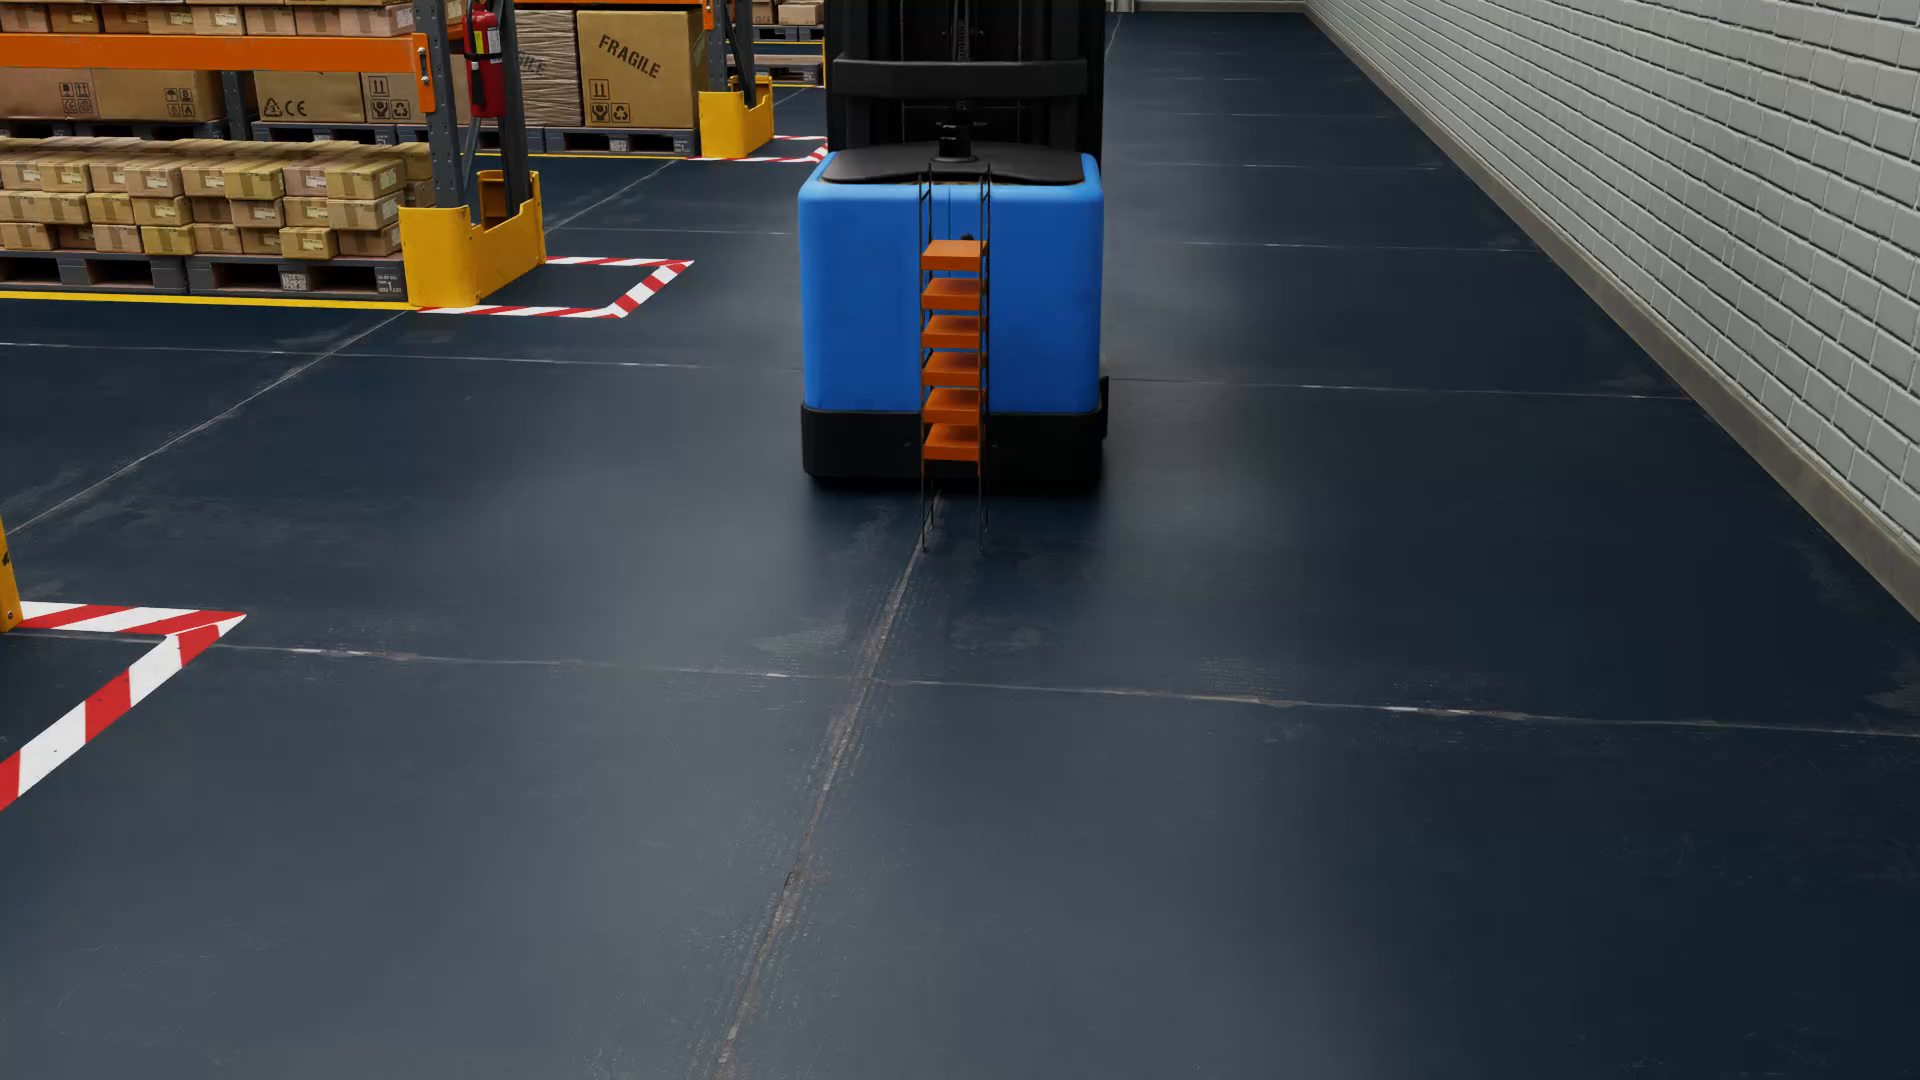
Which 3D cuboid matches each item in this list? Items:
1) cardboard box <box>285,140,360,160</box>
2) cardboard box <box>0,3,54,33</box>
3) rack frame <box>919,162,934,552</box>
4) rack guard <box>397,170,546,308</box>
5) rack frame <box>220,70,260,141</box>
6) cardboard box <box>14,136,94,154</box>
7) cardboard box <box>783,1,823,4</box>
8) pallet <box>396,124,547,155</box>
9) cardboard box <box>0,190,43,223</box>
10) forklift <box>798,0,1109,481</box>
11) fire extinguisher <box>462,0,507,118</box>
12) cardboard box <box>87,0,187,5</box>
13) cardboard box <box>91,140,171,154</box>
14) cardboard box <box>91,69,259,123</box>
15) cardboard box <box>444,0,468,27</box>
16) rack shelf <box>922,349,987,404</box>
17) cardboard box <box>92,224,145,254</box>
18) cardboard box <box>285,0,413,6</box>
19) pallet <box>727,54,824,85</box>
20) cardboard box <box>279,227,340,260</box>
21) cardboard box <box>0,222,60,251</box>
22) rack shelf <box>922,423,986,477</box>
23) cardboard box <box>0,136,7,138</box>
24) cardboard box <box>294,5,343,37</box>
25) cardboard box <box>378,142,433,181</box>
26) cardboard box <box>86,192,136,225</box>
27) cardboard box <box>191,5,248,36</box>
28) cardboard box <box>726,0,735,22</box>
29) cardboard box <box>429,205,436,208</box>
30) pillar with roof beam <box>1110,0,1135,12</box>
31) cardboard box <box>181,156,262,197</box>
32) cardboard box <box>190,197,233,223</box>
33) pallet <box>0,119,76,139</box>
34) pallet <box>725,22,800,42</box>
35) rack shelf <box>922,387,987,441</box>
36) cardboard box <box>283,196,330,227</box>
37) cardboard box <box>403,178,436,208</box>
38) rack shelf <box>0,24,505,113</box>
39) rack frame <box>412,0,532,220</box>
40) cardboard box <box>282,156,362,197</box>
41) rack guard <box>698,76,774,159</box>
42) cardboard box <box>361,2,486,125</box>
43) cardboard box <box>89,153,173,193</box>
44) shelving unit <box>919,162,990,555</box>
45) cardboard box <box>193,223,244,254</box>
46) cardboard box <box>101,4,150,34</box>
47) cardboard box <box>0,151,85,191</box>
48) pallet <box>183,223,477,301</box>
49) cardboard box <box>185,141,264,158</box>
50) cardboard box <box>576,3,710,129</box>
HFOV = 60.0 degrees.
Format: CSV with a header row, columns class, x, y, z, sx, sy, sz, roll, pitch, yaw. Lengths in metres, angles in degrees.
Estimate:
class,x,y,z,sx,sy,sz,roll,pitch,yaw
cardboard box,-3.505,-2.100,9.170,0.250,0.149,0.380,2,22,6
cardboard box,-4.646,-2.672,8.461,0.250,0.149,0.380,3,22,8
rack frame,-0.105,-0.563,5.231,0.006,1.200,0.240,2,22,6
rack guard,-2.577,-1.623,8.864,0.348,0.500,1.175,2,22,6
rack frame,-5.790,-4.761,13.403,0.127,3.000,1.000,2,22,6
cardboard box,-5.055,-2.158,9.316,0.250,0.149,0.380,1,22,4
cardboard box,-2.148,-7.301,22.969,0.500,0.250,0.500,2,22,6
pallet,-3.829,-3.351,13.629,1.213,0.211,1.003,2,22,6
cardboard box,-4.862,-1.787,8.783,0.250,0.149,0.380,2,22,6
forklift,0.029,-2.064,6.673,1.130,2.935,3.031,1,22,2
fire extinguisher,-2.306,-2.393,8.025,0.183,0.674,0.296,2,22,6
cardboard box,-3.994,-2.935,8.242,0.500,0.500,0.500,3,22,6
cardboard box,-4.552,-2.100,9.170,0.250,0.149,0.380,3,22,6
cardboard box,-6.428,-3.989,13.768,0.875,0.875,1.225,3,22,6
cardboard box,-2.785,-2.799,8.780,0.250,0.149,0.380,2,22,6
rack shelf,-0.014,-0.517,5.237,0.180,0.103,0.258,2,22,6
cardboard box,-4.345,-1.628,8.785,0.250,0.149,0.380,3,22,7
cardboard box,-2.978,-2.892,8.134,0.500,0.500,0.500,3,22,7
pallet,-2.049,-5.150,18.178,1.213,0.211,1.003,2,22,6
cardboard box,-3.316,-1.572,8.643,0.250,0.149,0.380,3,22,8
cardboard box,-4.857,-1.650,8.840,0.250,0.149,0.380,2,22,5
rack shelf,-0.014,-0.294,5.325,0.180,0.103,0.258,2,22,6
cardboard box,-5.584,-2.176,9.361,0.250,0.149,0.380,2,22,6
cardboard box,-3.101,-2.600,8.279,0.250,0.149,0.380,2,22,6
cardboard box,-2.982,-2.075,9.105,0.250,0.149,0.380,2,22,4
cardboard box,-4.344,-1.766,8.728,0.250,0.149,0.380,4,22,9
cardboard box,-3.608,-2.608,8.299,0.250,0.149,0.380,3,22,8
cardboard box,-3.276,-7.379,23.082,0.500,0.311,0.500,2,22,6
cardboard box,-2.984,-1.791,9.196,0.250,0.149,0.380,3,22,7
pillar with roof beam,2.207,-11.431,22.113,0.400,9.000,9.100,2,22,6
cardboard box,-3.822,-1.889,8.636,0.250,0.149,0.380,2,22,4
cardboard box,-3.831,-1.779,8.762,0.250,0.149,0.380,2,22,6
pallet,-7.780,-3.522,14.062,1.213,0.211,1.003,2,22,6
pallet,-2.724,-6.999,22.857,1.213,0.211,1.003,2,22,6
rack shelf,-0.014,-0.406,5.281,0.180,0.103,0.258,2,22,6
cardboard box,-3.313,-1.739,8.661,0.250,0.149,0.380,2,22,5
cardboard box,-2.992,-1.906,9.083,0.250,0.149,0.380,3,22,9
rack shelf,-4.488,-2.534,8.747,4.000,0.370,1.077,2,22,6
rack frame,-2.502,-2.782,8.396,0.127,3.000,1.000,2,22,6
cardboard box,-3.300,-1.890,8.638,0.250,0.149,0.380,3,22,7
rack guard,-1.794,-3.425,13.422,0.348,0.500,1.175,2,22,6
cardboard box,-4.250,-3.872,13.472,0.875,0.875,0.875,2,22,6
cardboard box,-4.344,-1.932,8.745,0.250,0.149,0.380,2,22,4
shelving unit,-0.014,-0.559,5.221,0.189,1.200,0.258,2,22,6
cardboard box,-3.815,-1.621,8.766,0.250,0.149,0.380,3,22,7
cardboard box,-4.128,-2.664,8.439,0.250,0.149,0.380,2,22,4
cardboard box,-4.848,-1.958,8.811,0.250,0.149,0.380,2,22,4
pallet,-3.380,-1.536,9.039,1.213,0.211,1.003,2,22,6
cardboard box,-4.035,-2.096,9.159,0.250,0.149,0.380,3,22,8
cardboard box,-2.463,-3.794,13.275,0.875,0.875,0.875,2,22,6
